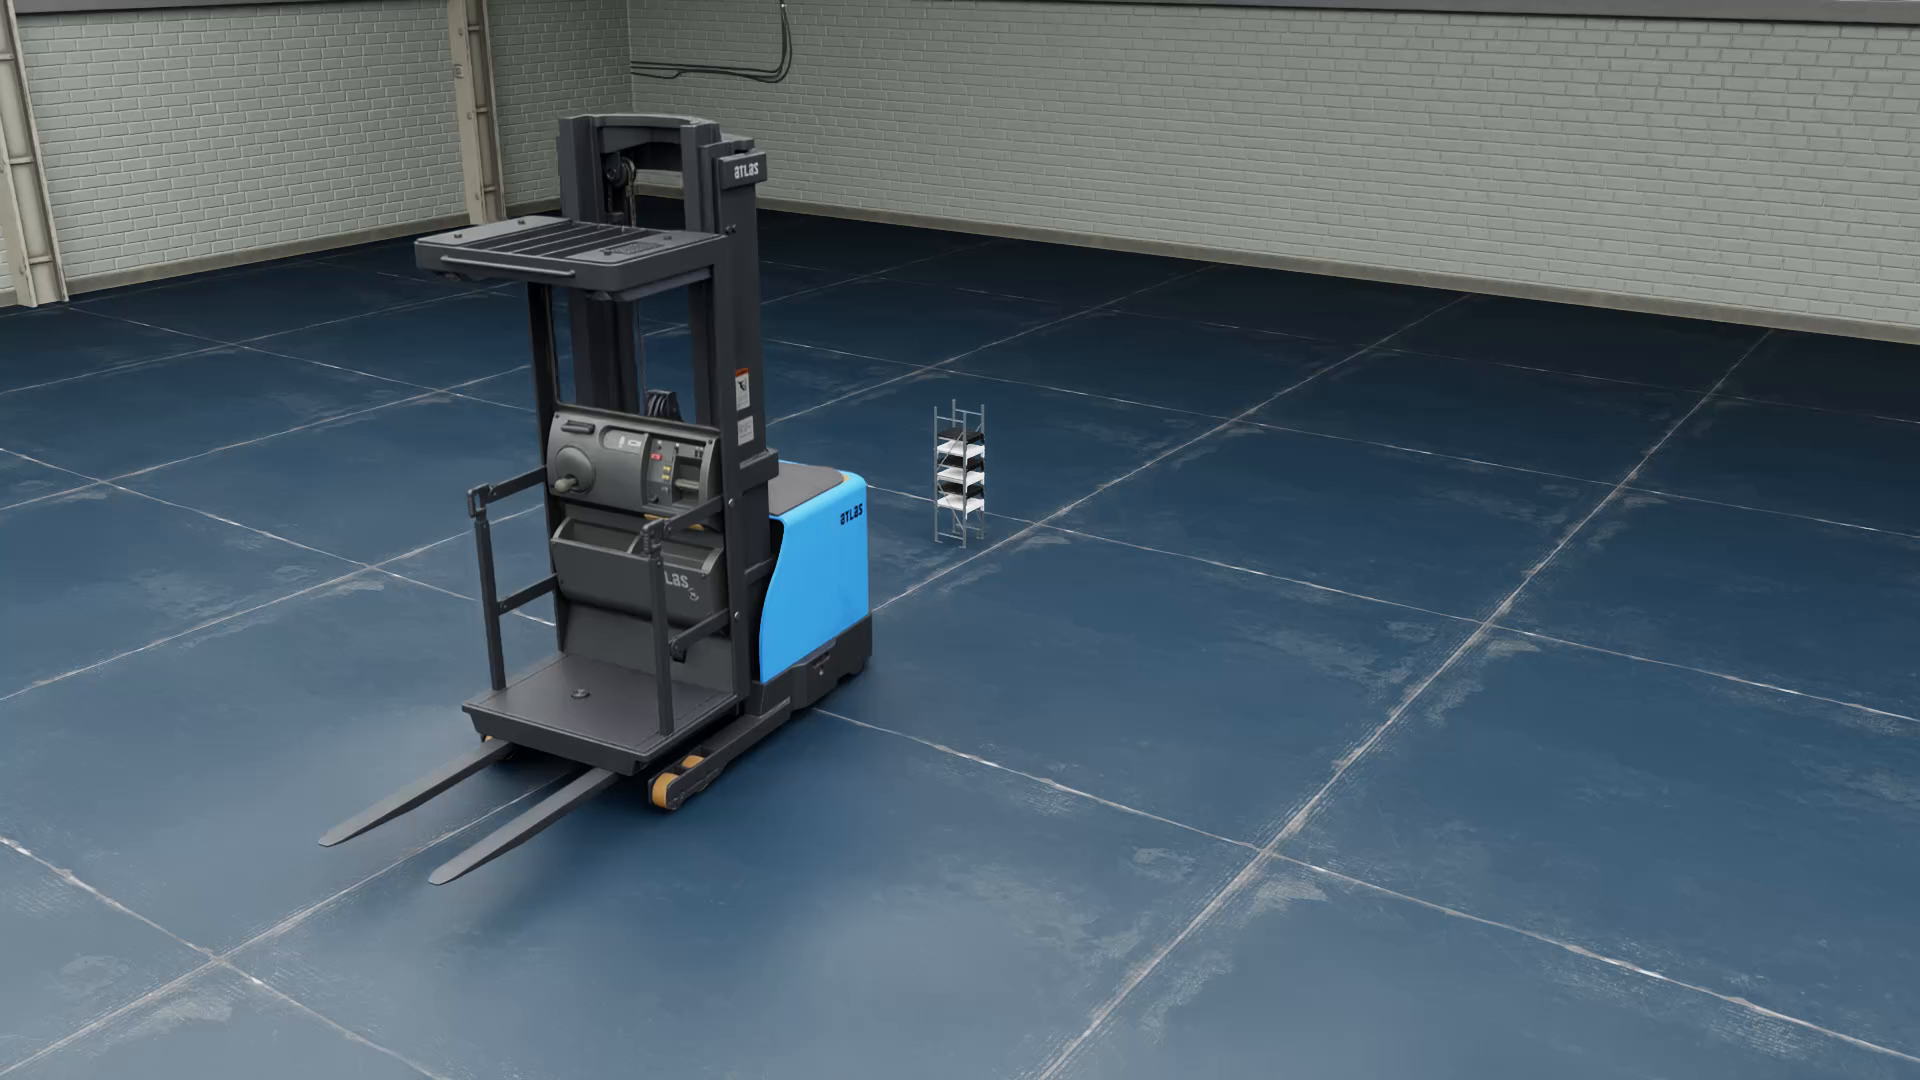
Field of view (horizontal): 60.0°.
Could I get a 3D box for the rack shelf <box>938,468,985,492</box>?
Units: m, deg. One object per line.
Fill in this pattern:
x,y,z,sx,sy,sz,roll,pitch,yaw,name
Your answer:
-0.005,-0.388,10.614,0.258,0.077,0.200,13,24,32,rack shelf

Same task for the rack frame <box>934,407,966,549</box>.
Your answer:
-0.062,-0.391,10.524,0.240,0.900,0.006,13,24,32,rack frame

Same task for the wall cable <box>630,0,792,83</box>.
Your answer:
-3.551,-7.583,22.769,3.097,2.526,0.112,13,24,32,wall cable

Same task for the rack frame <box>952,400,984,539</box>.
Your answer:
0.053,-0.449,10.681,0.240,0.900,0.006,13,24,32,rack frame

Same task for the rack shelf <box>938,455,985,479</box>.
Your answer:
-0.005,-0.473,10.583,0.258,0.077,0.200,13,24,32,rack shelf

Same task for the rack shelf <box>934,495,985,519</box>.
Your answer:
-0.005,-0.220,10.677,0.258,0.077,0.200,13,24,32,rack shelf

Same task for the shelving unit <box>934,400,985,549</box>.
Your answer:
-0.005,-0.420,10.603,0.258,0.900,0.210,13,24,32,shelving unit

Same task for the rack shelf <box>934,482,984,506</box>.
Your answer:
-0.005,-0.304,10.645,0.258,0.077,0.200,13,24,32,rack shelf

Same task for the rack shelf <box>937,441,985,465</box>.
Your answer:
-0.005,-0.557,10.552,0.258,0.077,0.200,13,24,32,rack shelf

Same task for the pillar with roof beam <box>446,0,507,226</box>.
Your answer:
-2.740,-7.612,18.373,9.100,9.000,0.400,13,24,32,pillar with roof beam

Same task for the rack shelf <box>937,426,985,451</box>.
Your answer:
-0.005,-0.642,10.520,0.258,0.077,0.200,13,24,32,rack shelf

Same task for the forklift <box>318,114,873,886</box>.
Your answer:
-1.611,-0.337,7.451,1.130,2.935,3.031,11,23,26,forklift

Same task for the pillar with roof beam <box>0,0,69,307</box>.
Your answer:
-6.113,-5.891,13.719,9.100,9.000,0.400,13,24,32,pillar with roof beam
